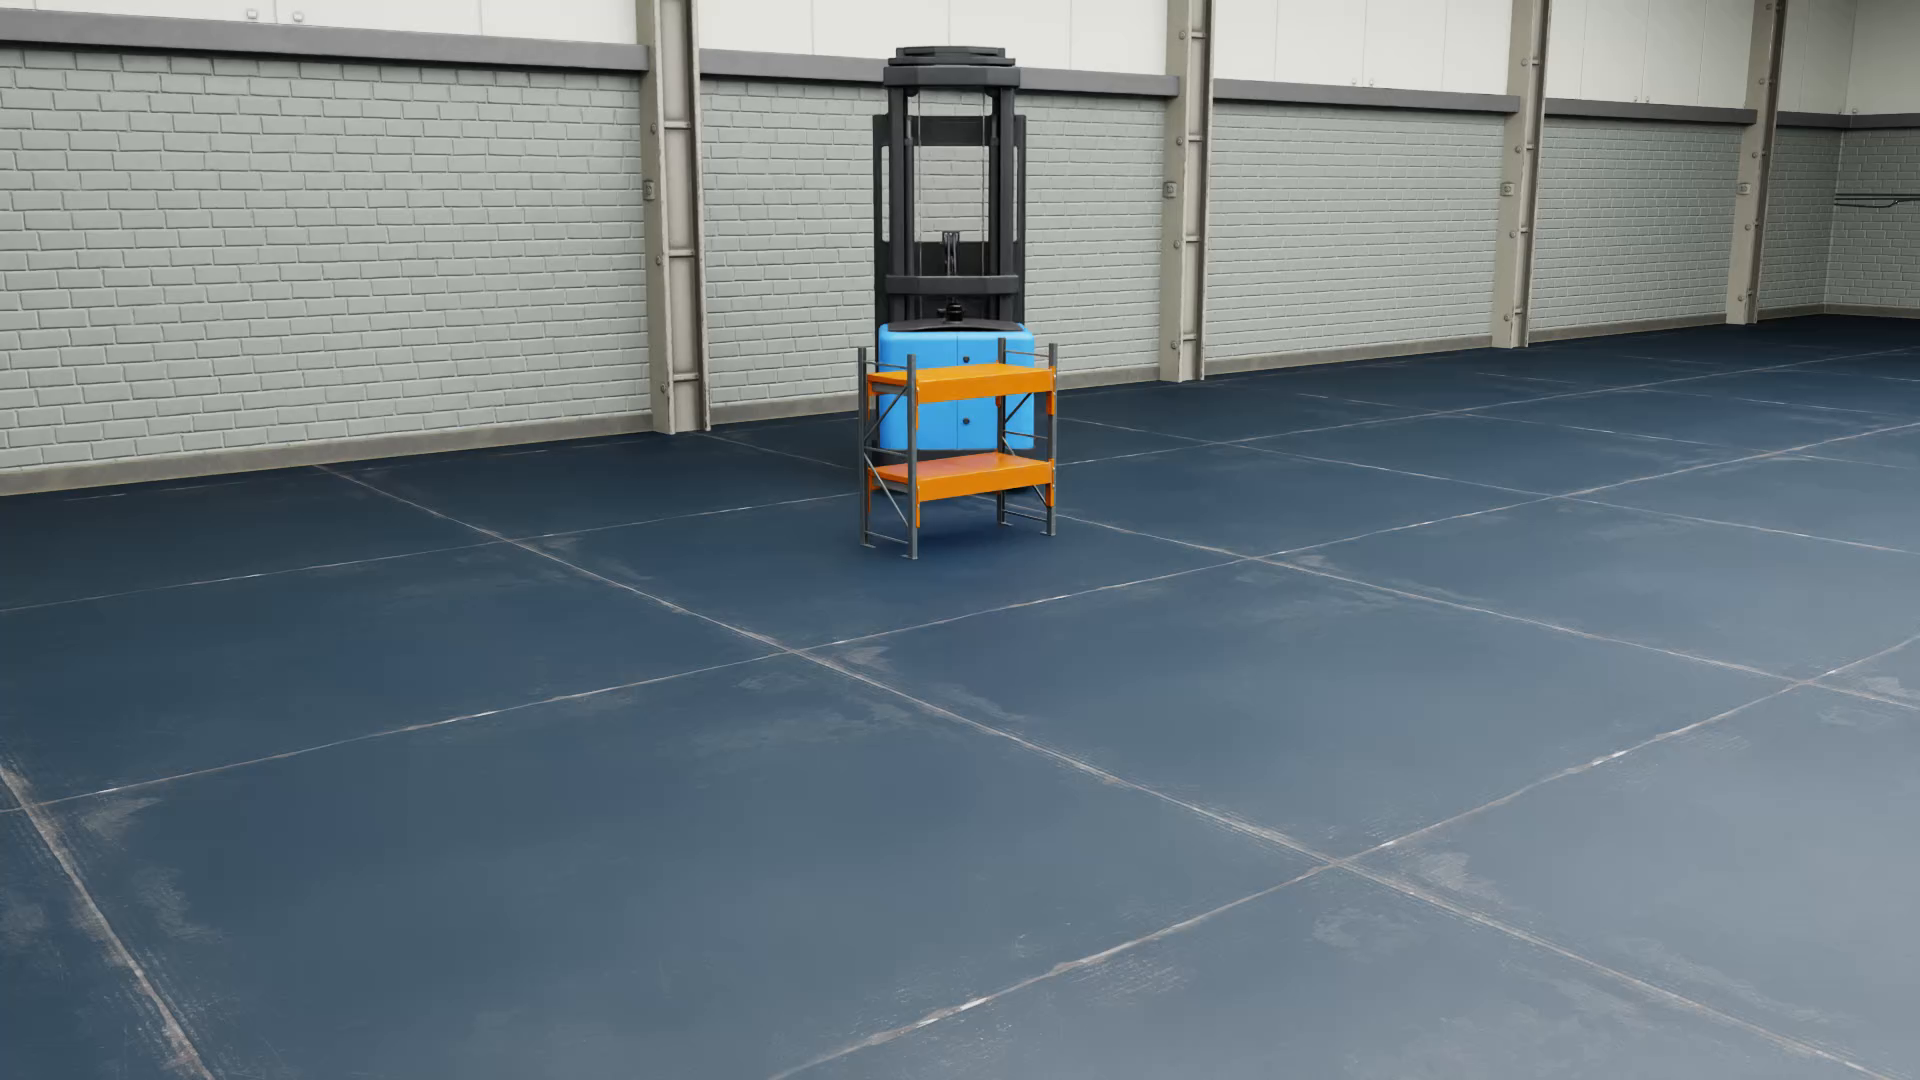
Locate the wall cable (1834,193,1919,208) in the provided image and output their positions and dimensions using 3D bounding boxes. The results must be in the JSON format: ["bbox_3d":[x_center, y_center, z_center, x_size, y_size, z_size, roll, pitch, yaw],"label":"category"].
[{"bbox_3d":[14.842,-6.308,25.148,0.112,2.526,3.097,-9,15,-38],"label":"wall cable"}]

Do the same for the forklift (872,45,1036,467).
[{"bbox_3d":[-0.087,-2.037,12.165,1.130,2.935,3.031,-1,12,-3],"label":"forklift"}]

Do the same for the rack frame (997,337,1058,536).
[{"bbox_3d":[0.392,-0.615,9.818,0.032,1.125,0.500,-9,15,-38],"label":"rack frame"}]

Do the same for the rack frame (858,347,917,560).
[{"bbox_3d":[-0.402,-0.483,9.197,0.032,1.125,0.500,-9,15,-38],"label":"rack frame"}]

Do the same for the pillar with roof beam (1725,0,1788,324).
[{"bbox_3d":[14.405,-6.961,20.747,0.400,9.000,9.100,-9,15,-38],"label":"pillar with roof beam"}]

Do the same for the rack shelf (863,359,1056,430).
[{"bbox_3d":[-0.005,-0.836,9.447,1.000,0.278,0.538,-9,15,-38],"label":"rack shelf"}]

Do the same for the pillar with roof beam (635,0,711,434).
[{"bbox_3d":[0.349,-4.626,9.747,0.400,9.000,9.100,-9,15,-38],"label":"pillar with roof beam"}]

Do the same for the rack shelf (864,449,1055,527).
[{"bbox_3d":[-0.005,-0.310,9.559,1.000,0.278,0.538,-9,15,-38],"label":"rack shelf"}]

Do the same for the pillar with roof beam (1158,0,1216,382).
[{"bbox_3d":[5.034,-5.404,13.414,0.400,9.000,9.100,-9,15,-38],"label":"pillar with roof beam"}]

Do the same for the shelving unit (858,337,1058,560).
[{"bbox_3d":[-0.005,-0.549,9.508,1.048,1.125,0.538,-9,15,-38],"label":"shelving unit"}]

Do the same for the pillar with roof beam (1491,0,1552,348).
[{"bbox_3d":[9.719,-6.183,17.080,0.400,9.000,9.100,-9,15,-38],"label":"pillar with roof beam"}]
